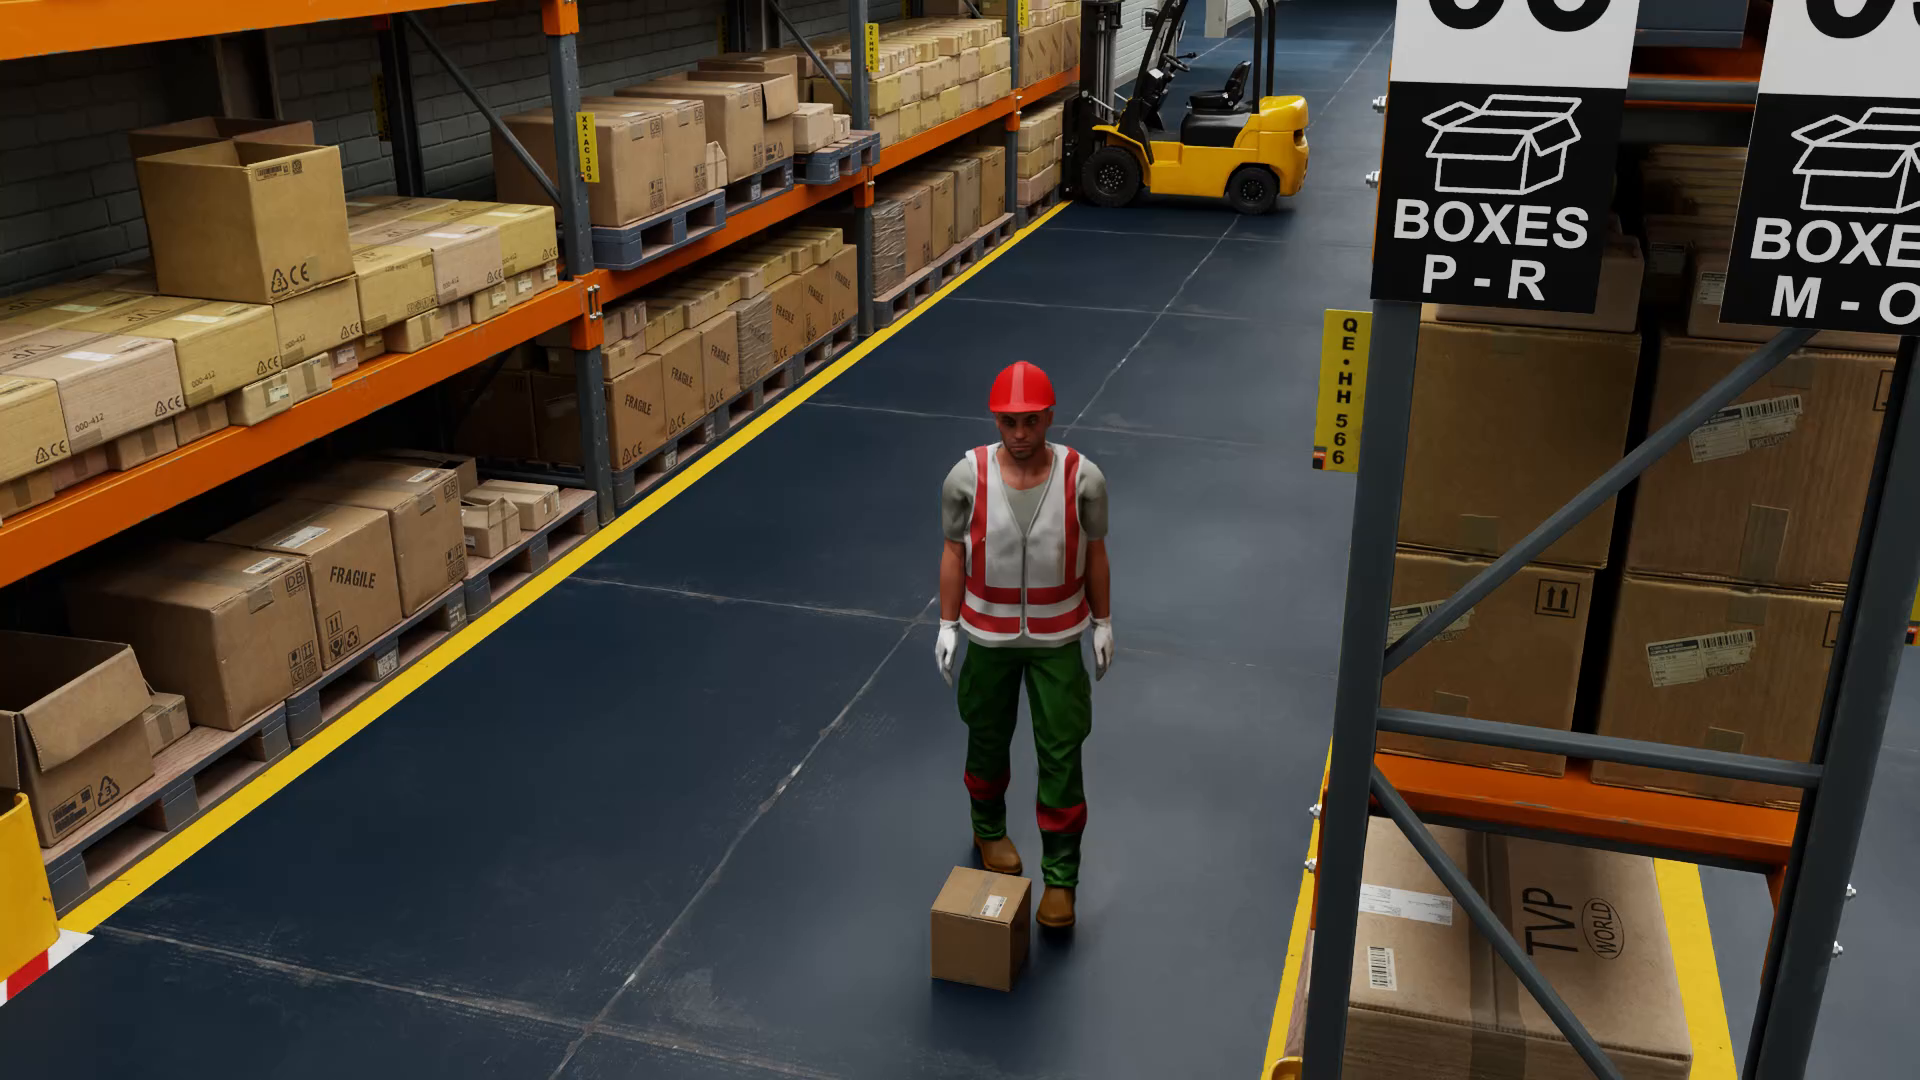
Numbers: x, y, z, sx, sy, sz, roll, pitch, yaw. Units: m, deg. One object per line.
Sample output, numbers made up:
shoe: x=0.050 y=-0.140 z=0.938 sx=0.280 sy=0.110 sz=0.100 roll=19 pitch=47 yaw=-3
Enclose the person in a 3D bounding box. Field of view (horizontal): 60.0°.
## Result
person: x=0.206 y=0.335 z=5.208 sx=0.577 sy=1.785 sz=0.648 roll=1 pitch=22 yaw=2
